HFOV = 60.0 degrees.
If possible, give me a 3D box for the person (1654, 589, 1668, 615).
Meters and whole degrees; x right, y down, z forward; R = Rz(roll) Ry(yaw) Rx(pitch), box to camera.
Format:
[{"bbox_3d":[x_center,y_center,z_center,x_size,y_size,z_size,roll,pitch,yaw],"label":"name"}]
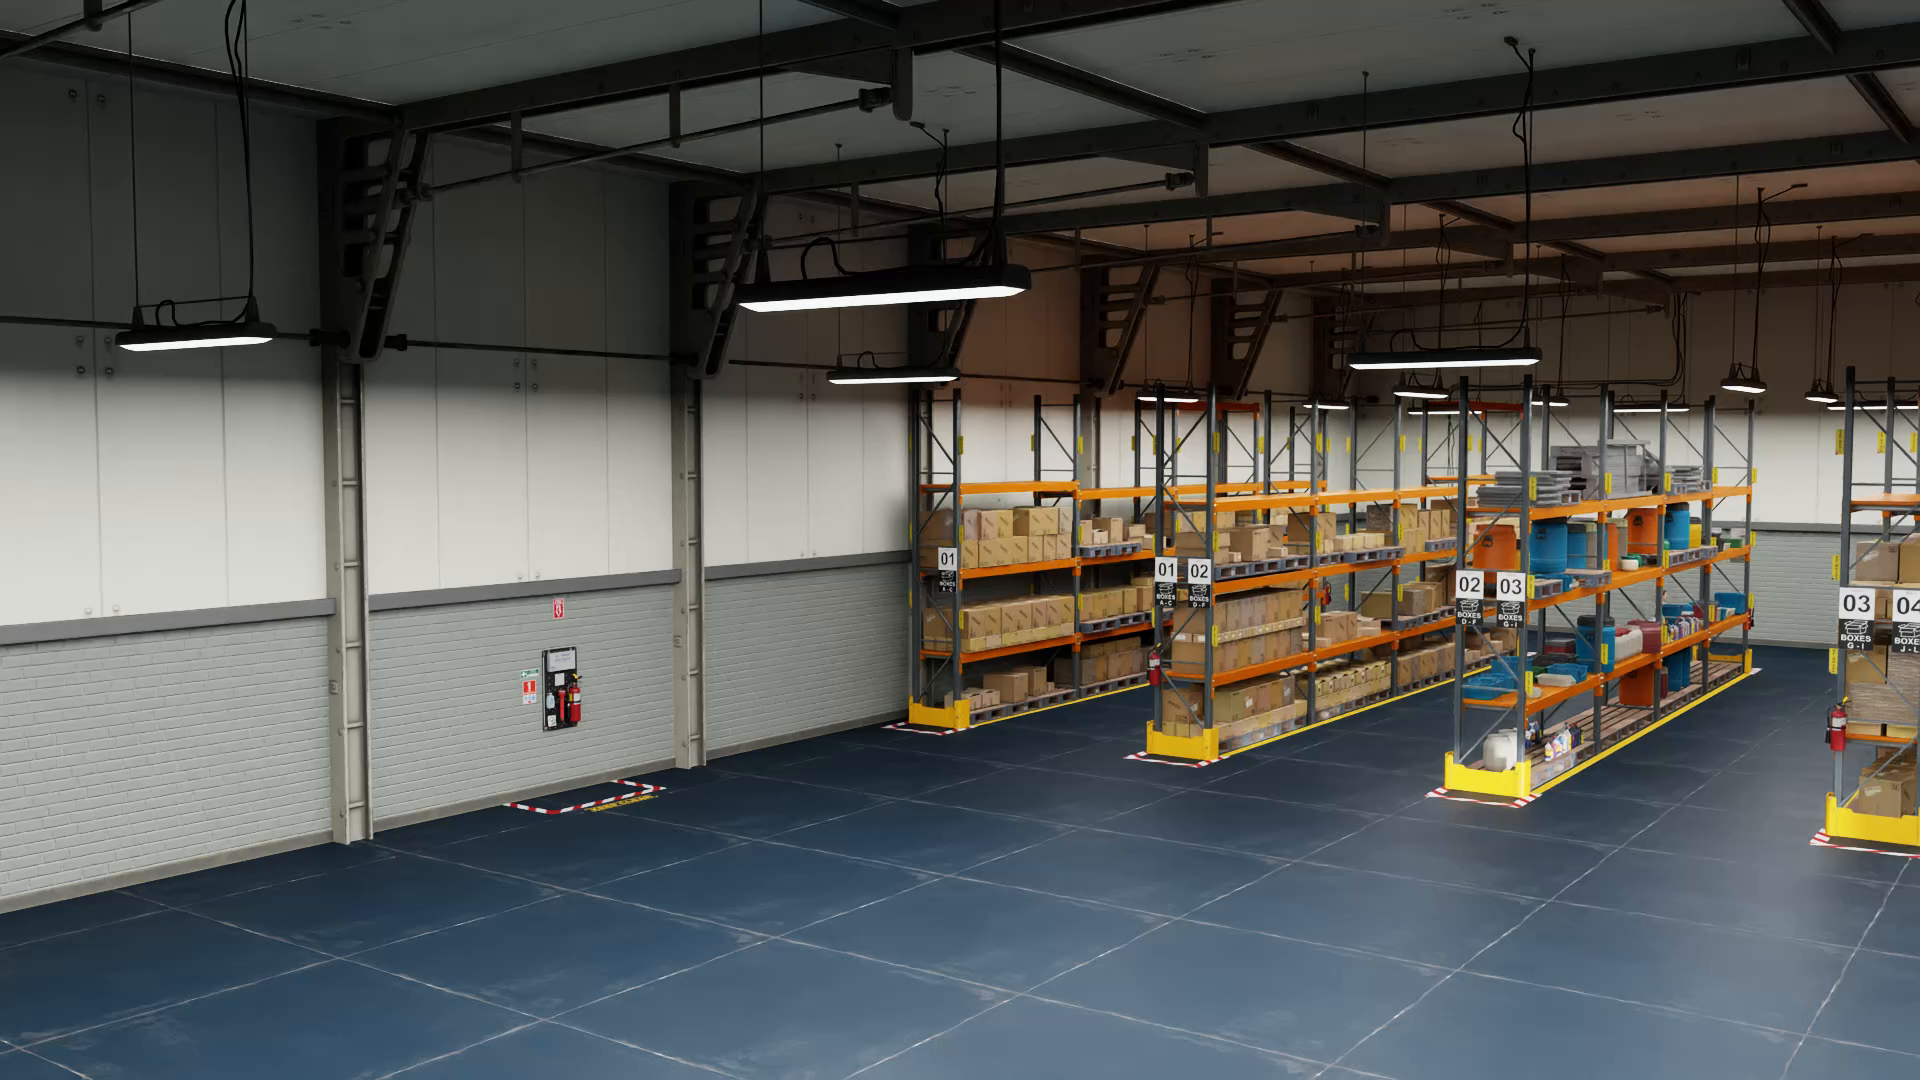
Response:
[{"bbox_3d":[16.220,1.962,38.622,0.491,1.665,0.672,-3,5,-45],"label":"person"}]
